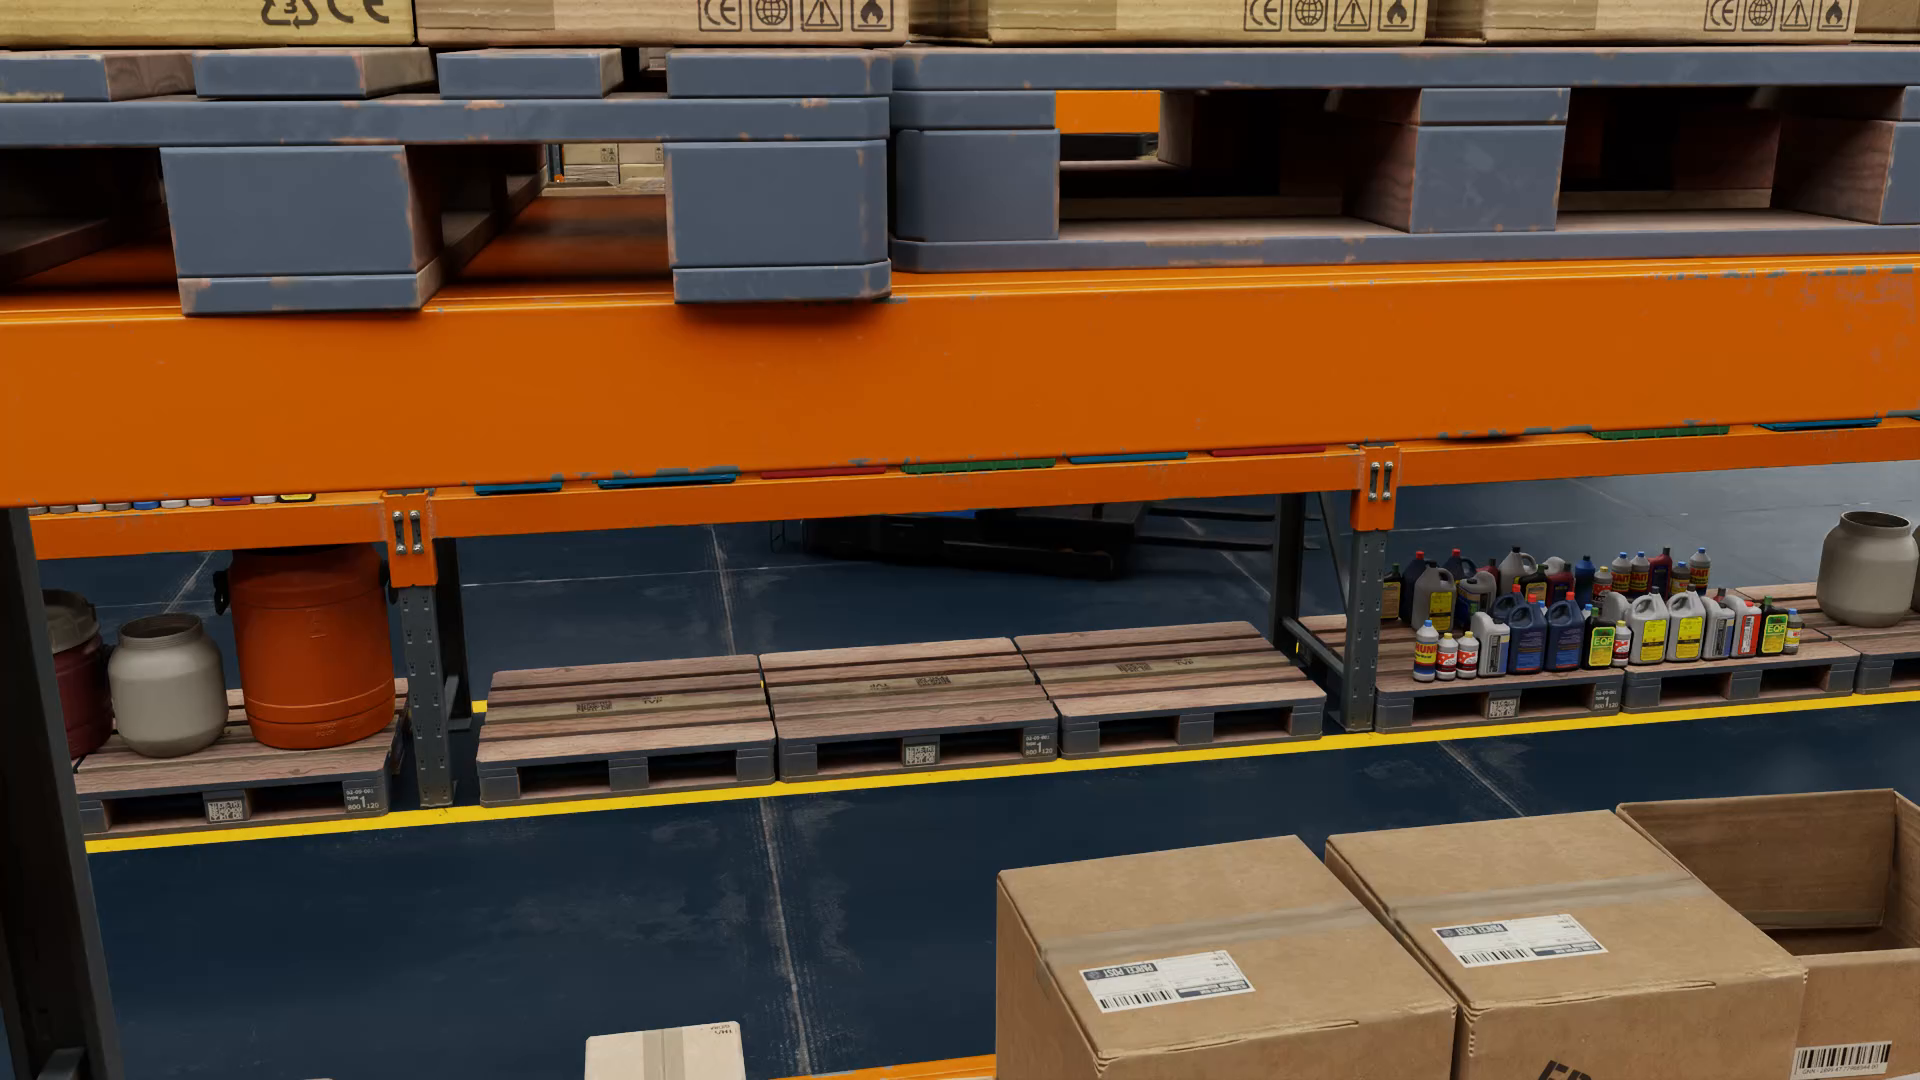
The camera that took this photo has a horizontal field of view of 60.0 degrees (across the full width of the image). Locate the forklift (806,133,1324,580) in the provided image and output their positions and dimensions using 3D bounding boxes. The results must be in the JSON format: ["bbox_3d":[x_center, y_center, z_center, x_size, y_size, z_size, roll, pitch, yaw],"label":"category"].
[{"bbox_3d":[0.650,-1.343,9.692,3.031,2.935,1.130,4,18,13],"label":"forklift"}]

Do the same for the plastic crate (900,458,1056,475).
[{"bbox_3d":[0.049,-0.430,6.964,0.662,0.188,0.450,-3,17,-10],"label":"plastic crate"}]

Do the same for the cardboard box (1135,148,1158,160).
[{"bbox_3d":[1.255,-2.757,11.800,0.500,0.500,0.500,-3,17,-10],"label":"cardboard box"}]

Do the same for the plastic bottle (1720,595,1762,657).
[{"bbox_3d":[3.660,0.394,7.810,0.135,0.276,0.152,-3,17,-10],"label":"plastic bottle"}]

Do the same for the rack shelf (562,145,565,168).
[{"bbox_3d":[-7.951,-5.747,25.139,4.000,0.370,1.077,-3,17,-10],"label":"rack shelf"}]

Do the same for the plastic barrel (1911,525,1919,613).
[{"bbox_3d":[5.001,0.115,8.351,0.421,0.512,0.421,0,17,0],"label":"plastic barrel"}]

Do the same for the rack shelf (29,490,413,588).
[{"bbox_3d":[-4.186,-0.032,6.531,4.000,0.370,1.077,-3,17,-10],"label":"rack shelf"}]

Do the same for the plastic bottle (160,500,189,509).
[{"bbox_3d":[-2.978,-0.227,6.280,0.097,0.201,0.097,0,17,0],"label":"plastic bottle"}]

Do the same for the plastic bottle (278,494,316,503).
[{"bbox_3d":[-2.539,-0.286,6.331,0.133,0.283,0.061,-3,17,-10],"label":"plastic bottle"}]

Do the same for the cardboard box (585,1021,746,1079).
[{"bbox_3d":[-0.456,0.932,2.598,0.250,0.149,0.380,-3,17,-10],"label":"cardboard box"}]

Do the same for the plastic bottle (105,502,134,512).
[{"bbox_3d":[-3.169,-0.216,6.245,0.097,0.201,0.097,0,17,0],"label":"plastic bottle"}]

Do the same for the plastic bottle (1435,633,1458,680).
[{"bbox_3d":[2.201,0.521,7.524,0.097,0.201,0.097,0,17,0],"label":"plastic bottle"}]

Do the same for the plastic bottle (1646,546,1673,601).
[{"bbox_3d":[3.567,0.174,8.513,0.133,0.283,0.061,-3,17,-10],"label":"plastic bottle"}]

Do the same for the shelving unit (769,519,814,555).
[{"bbox_3d":[-1.017,-0.381,10.018,0.210,0.900,0.258,4,18,13],"label":"shelving unit"}]

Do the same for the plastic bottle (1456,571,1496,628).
[{"bbox_3d":[2.524,0.294,8.136,0.135,0.276,0.152,-3,17,-10],"label":"plastic bottle"}]

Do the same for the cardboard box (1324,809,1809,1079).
[{"bbox_3d":[0.875,0.766,2.539,0.500,0.500,0.500,-3,17,-10],"label":"cardboard box"}]

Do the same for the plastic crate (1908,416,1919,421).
[{"bbox_3d":[4.559,-0.713,7.777,0.408,0.251,0.499,-3,17,-10],"label":"plastic crate"}]

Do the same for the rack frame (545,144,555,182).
[{"bbox_3d":[-4.004,-3.350,16.110,0.127,3.000,1.000,-3,17,-10],"label":"rack frame"}]

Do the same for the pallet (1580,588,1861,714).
[{"bbox_3d":[3.573,0.529,8.230,1.213,0.211,1.003,-3,17,-10],"label":"pallet"}]

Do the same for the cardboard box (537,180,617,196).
[{"bbox_3d":[-2.639,-2.205,11.496,0.500,0.500,0.500,-5,18,-17],"label":"cardboard box"}]

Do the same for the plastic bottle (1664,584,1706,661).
[{"bbox_3d":[3.361,0.376,7.740,0.185,0.351,0.144,-3,17,-8],"label":"plastic bottle"}]

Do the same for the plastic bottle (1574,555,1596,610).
[{"bbox_3d":[3.159,0.209,8.421,0.097,0.271,0.097,0,17,0],"label":"plastic bottle"}]

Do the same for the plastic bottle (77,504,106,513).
[{"bbox_3d":[-3.264,-0.244,6.217,0.097,0.271,0.097,0,17,0],"label":"plastic bottle"}]

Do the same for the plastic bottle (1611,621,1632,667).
[{"bbox_3d":[3.044,0.473,7.680,0.097,0.201,0.097,0,17,0],"label":"plastic bottle"}]

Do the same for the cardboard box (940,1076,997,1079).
[{"bbox_3d":[-0.045,0.974,2.459,0.250,0.149,0.380,-2,17,-6],"label":"cardboard box"}]

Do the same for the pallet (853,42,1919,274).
[{"bbox_3d":[0.460,-0.529,2.138,1.213,0.211,1.003,-2,17,-8],"label":"pallet"}]

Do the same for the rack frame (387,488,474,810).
[{"bbox_3d":[-2.222,-0.487,6.788,0.127,3.000,1.000,-3,17,-10],"label":"rack frame"}]

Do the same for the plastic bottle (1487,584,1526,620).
[{"bbox_3d":[2.549,0.379,7.730,0.185,0.351,0.144,-3,17,-10],"label":"plastic bottle"}]

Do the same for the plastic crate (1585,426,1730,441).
[{"bbox_3d":[3.091,-0.603,7.526,0.662,0.188,0.450,-3,17,-10],"label":"plastic crate"}]

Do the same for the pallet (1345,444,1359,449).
[{"bbox_3d":[2.618,-0.921,12.951,1.213,0.211,1.003,-3,17,-10],"label":"pallet"}]

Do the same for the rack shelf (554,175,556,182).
[{"bbox_3d":[-7.006,-4.316,20.481,4.000,0.370,1.077,-3,17,-10],"label":"rack shelf"}]

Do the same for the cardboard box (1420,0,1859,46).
[{"bbox_3d":[0.752,-0.756,2.094,0.500,0.250,0.500,-5,18,-15],"label":"cardboard box"}]

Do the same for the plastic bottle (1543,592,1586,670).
[{"bbox_3d":[2.761,0.410,7.629,0.185,0.351,0.144,-4,18,-13],"label":"plastic bottle"}]

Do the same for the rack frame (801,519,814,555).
[{"bbox_3d":[-0.918,-0.373,9.994,0.006,0.900,0.240,4,18,13],"label":"rack frame"}]

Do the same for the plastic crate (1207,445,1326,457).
[{"bbox_3d":[1.288,-0.625,7.129,0.583,0.464,0.402,-3,17,-10],"label":"plastic crate"}]

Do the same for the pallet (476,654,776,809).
[{"bbox_3d":[-1.454,0.814,7.301,1.213,0.211,1.003,-3,17,-10],"label":"pallet"}]

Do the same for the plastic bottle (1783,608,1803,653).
[{"bbox_3d":[3.912,0.424,7.841,0.097,0.201,0.097,0,17,0],"label":"plastic bottle"}]

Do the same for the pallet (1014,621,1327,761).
[{"bbox_3d":[0.941,0.678,7.744,1.213,0.211,1.003,-3,17,-10],"label":"pallet"}]

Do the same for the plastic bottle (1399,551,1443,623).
[{"bbox_3d":[2.283,0.227,8.225,0.185,0.351,0.144,-4,17,-12],"label":"plastic bottle"}]

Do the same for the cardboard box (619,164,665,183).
[{"bbox_3d":[-3.013,-3.374,16.018,0.500,0.500,0.500,-3,17,-11],"label":"cardboard box"}]

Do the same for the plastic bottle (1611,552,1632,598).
[{"bbox_3d":[3.358,0.197,8.458,0.097,0.271,0.097,0,17,0],"label":"plastic bottle"}]

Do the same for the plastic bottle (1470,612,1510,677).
[{"bbox_3d":[2.413,0.465,7.579,0.135,0.276,0.152,-3,17,-8],"label":"plastic bottle"}]

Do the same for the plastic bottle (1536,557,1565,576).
[{"bbox_3d":[2.948,0.227,8.355,0.135,0.276,0.152,-3,17,-9],"label":"plastic bottle"}]

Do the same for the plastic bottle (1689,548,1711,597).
[{"bbox_3d":[3.793,0.173,8.538,0.097,0.271,0.097,0,17,0],"label":"plastic bottle"}]

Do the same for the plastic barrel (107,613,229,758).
[{"bbox_3d":[-3.237,0.591,6.801,0.421,0.512,0.421,0,17,0],"label":"plastic barrel"}]

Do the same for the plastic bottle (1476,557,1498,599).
[{"bbox_3d":[2.623,0.228,8.338,0.133,0.283,0.061,-2,17,-7],"label":"plastic bottle"}]

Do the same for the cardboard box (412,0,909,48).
[{"bbox_3d":[-0.340,-0.698,1.905,0.500,0.250,0.500,-3,17,-9],"label":"cardboard box"}]

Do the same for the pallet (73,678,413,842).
[{"bbox_3d":[-2.989,0.902,7.015,1.213,0.211,1.003,-3,17,-10],"label":"pallet"}]

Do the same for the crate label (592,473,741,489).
[{"bbox_3d":[-1.196,-0.481,6.709,0.616,0.435,0.502,-3,17,-10],"label":"crate label"}]

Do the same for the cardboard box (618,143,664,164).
[{"bbox_3d":[-3.065,-3.927,16.114,0.500,0.500,0.700,-3,17,-11],"label":"cardboard box"}]

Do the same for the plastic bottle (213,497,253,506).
[{"bbox_3d":[-2.765,-0.273,6.290,0.133,0.283,0.061,-3,17,-10],"label":"plastic bottle"}]

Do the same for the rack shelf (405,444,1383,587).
[{"bbox_3d":[-0.259,-0.254,7.256,4.000,0.370,1.077,-3,17,-10],"label":"rack shelf"}]

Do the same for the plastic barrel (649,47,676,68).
[{"bbox_3d":[-1.375,-2.144,6.219,0.600,0.901,0.600,0,17,0],"label":"plastic barrel"}]

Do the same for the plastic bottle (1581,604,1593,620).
[{"bbox_3d":[2.899,0.429,7.702,0.097,0.271,0.097,0,17,0],"label":"plastic bottle"}]

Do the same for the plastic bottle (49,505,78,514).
[{"bbox_3d":[-3.360,-0.205,6.209,0.097,0.201,0.097,0,17,0],"label":"plastic bottle"}]

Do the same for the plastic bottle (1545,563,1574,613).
[{"bbox_3d":[2.969,0.254,8.254,0.133,0.283,0.061,-3,17,-10],"label":"plastic bottle"}]
